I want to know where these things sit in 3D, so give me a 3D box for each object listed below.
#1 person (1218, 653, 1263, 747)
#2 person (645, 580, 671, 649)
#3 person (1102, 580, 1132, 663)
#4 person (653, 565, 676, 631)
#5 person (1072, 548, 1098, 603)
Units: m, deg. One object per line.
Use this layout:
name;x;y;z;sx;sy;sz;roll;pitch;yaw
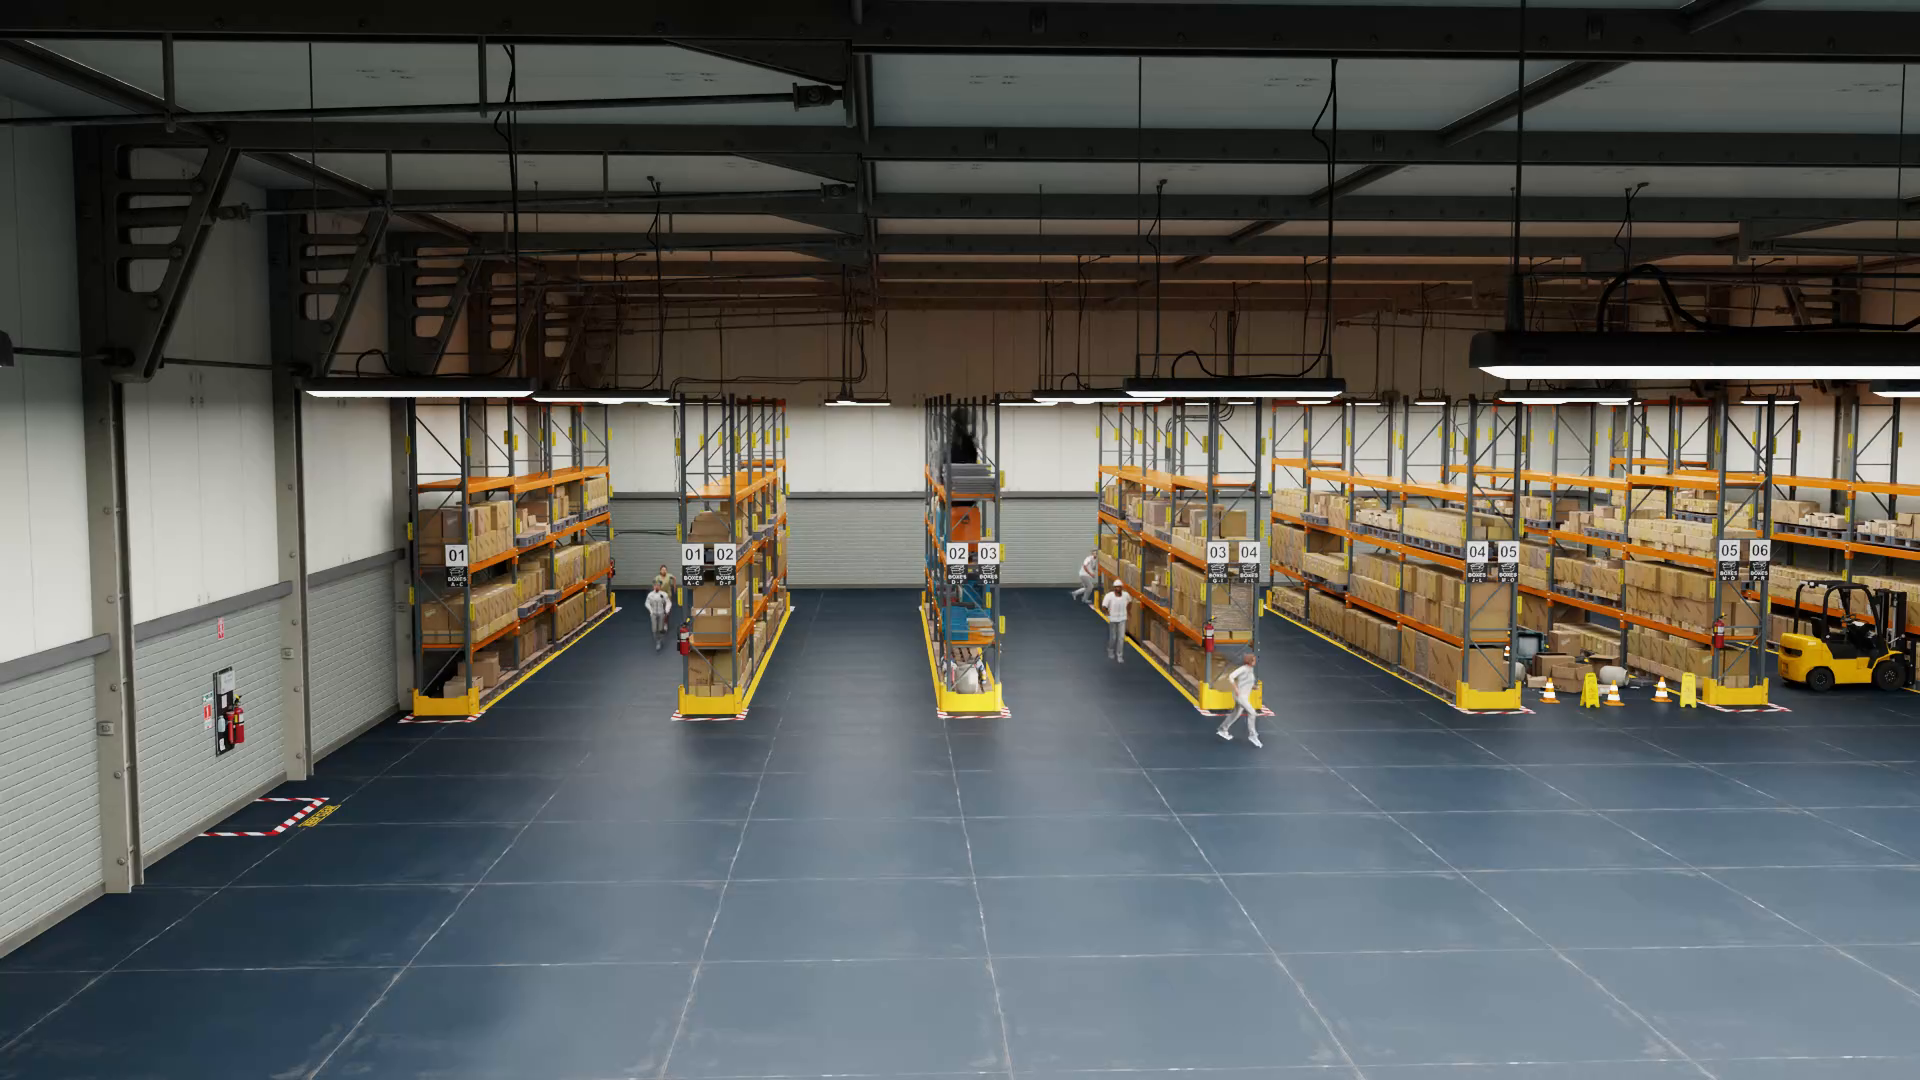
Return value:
person;4.770;2.700;28.312;0.837;1.589;0.566;2;5;29
person;-7.225;1.768;39.756;0.616;1.659;0.531;0;5;-3
person;3.392;1.730;35.867;0.686;1.768;0.825;-1;5;-8
person;-7.668;1.538;43.138;0.599;1.602;0.820;-1;5;-12
person;3.695;1.043;49.049;0.809;1.618;0.652;1;5;17
